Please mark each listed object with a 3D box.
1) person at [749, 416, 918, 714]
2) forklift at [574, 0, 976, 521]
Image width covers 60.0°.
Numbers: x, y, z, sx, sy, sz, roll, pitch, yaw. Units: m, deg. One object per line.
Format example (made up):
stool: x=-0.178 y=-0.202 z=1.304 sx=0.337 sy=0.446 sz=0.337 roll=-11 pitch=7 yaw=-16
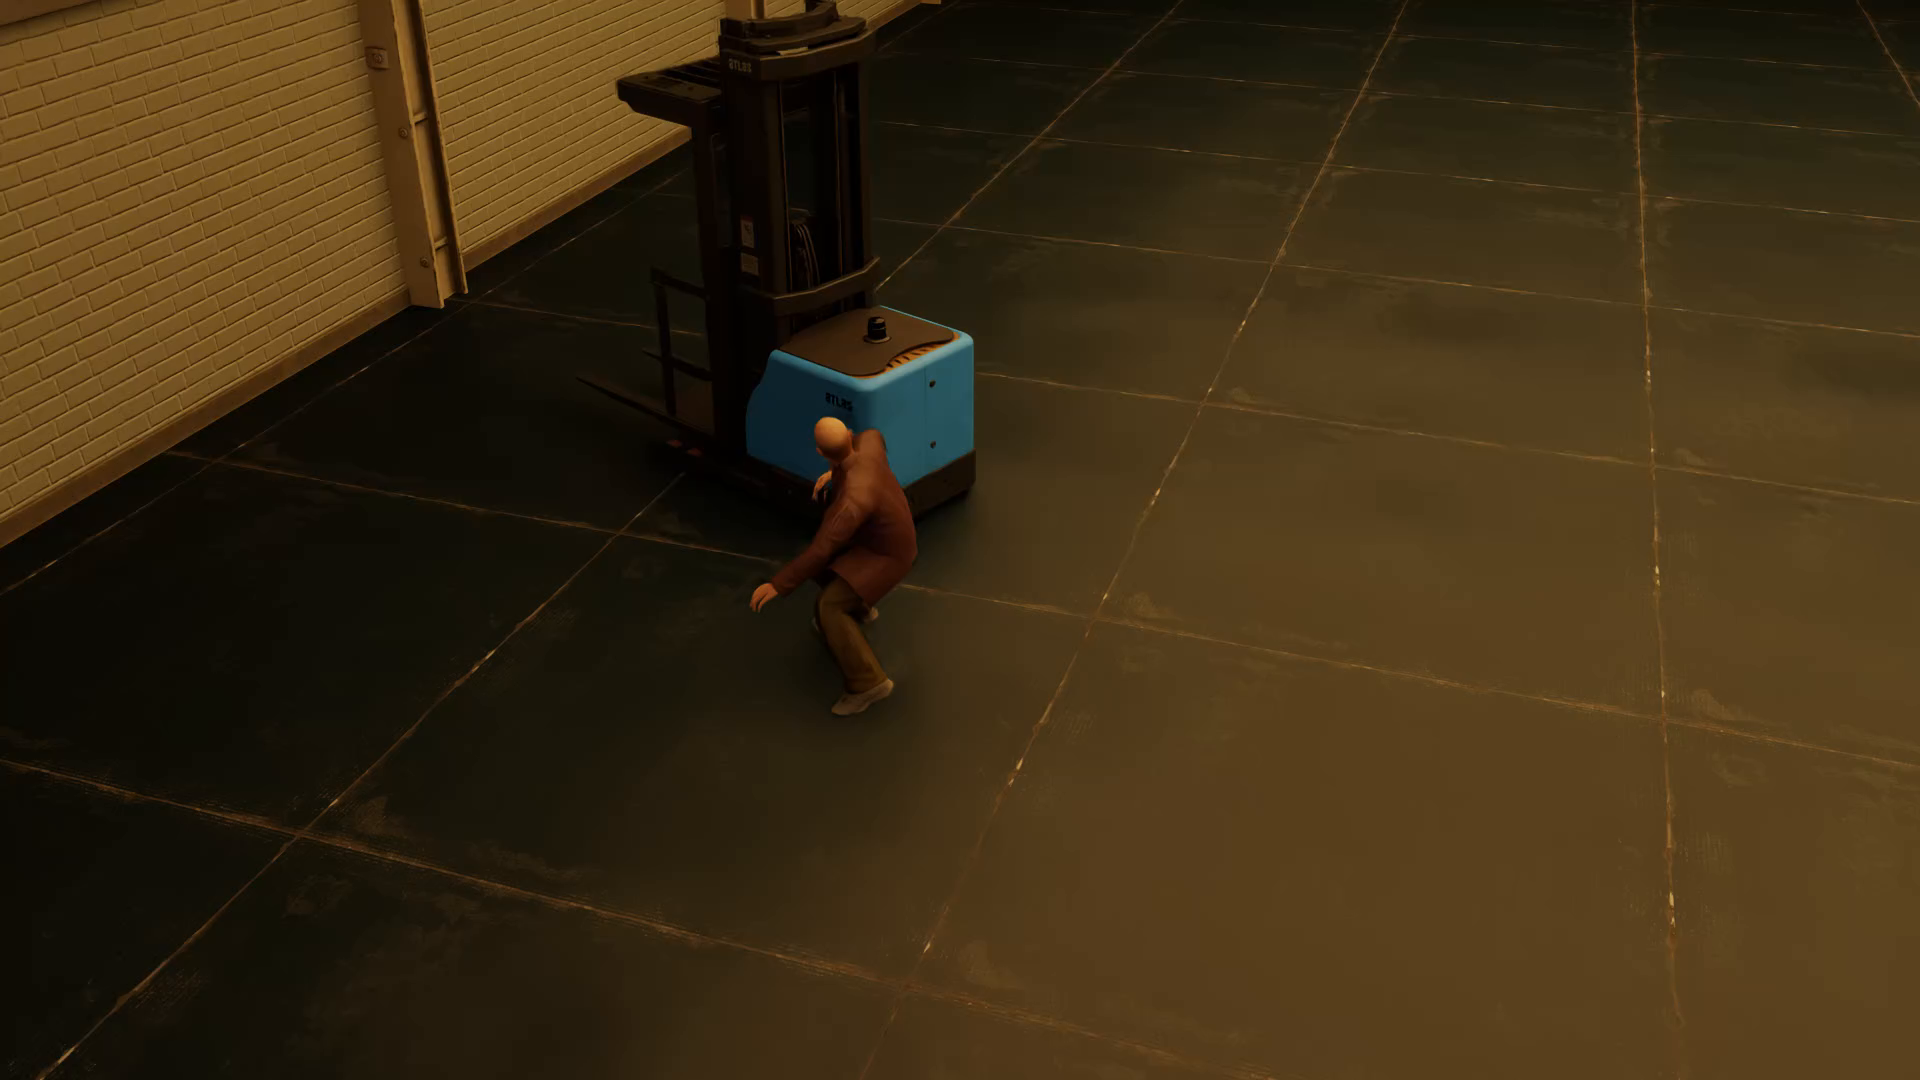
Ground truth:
person: x=-0.644 y=0.057 z=8.546 sx=0.861 sy=1.542 sz=0.879 roll=-2 pitch=30 yaw=-3
forklift: x=-1.349 y=-1.881 z=10.437 sx=3.031 sy=2.935 sz=1.130 roll=23 pitch=37 yaw=34
